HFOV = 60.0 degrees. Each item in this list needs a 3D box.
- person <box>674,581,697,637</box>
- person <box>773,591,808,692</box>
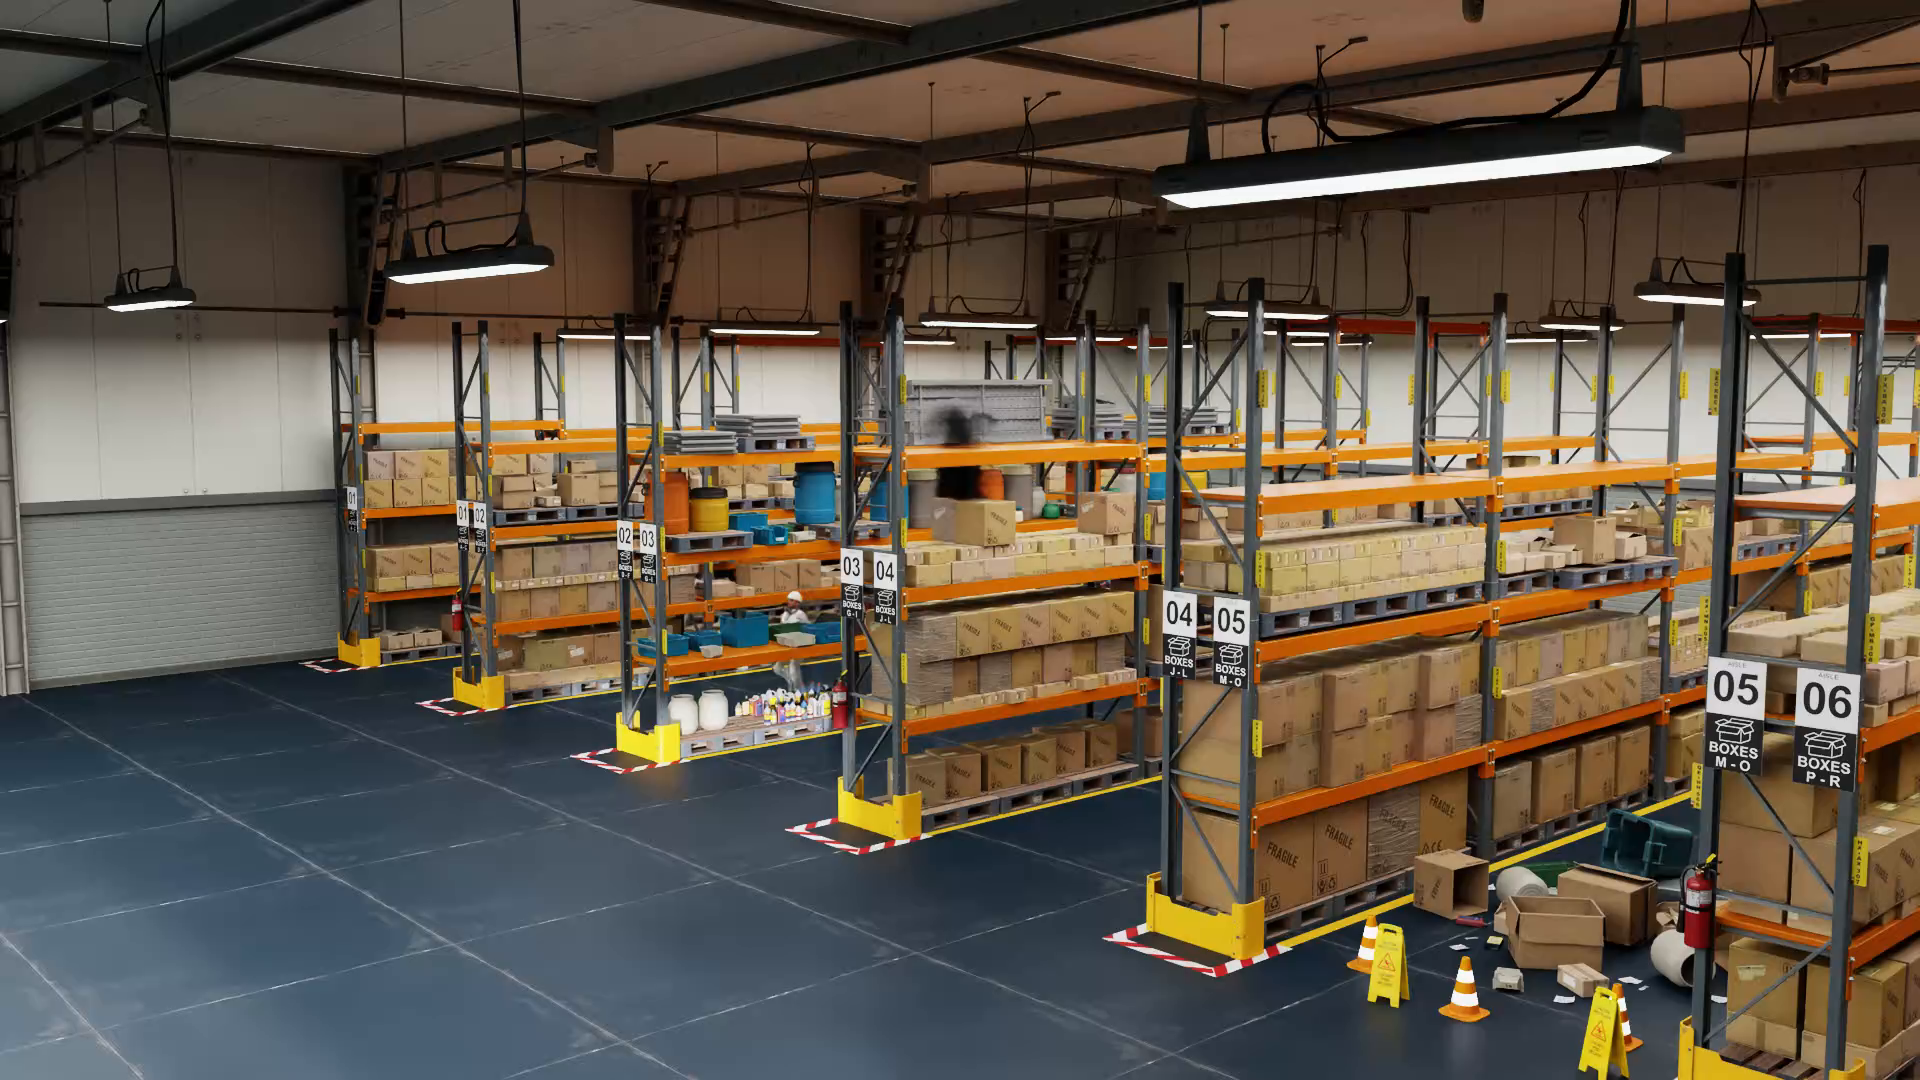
[{"bbox_3d":[-5.124,1.272,31.125,0.561,1.583,0.535,4,7,37],"label":"person"},{"bbox_3d":[-2.711,1.681,26.471,0.644,1.730,0.591,5,7,39],"label":"person"}]
